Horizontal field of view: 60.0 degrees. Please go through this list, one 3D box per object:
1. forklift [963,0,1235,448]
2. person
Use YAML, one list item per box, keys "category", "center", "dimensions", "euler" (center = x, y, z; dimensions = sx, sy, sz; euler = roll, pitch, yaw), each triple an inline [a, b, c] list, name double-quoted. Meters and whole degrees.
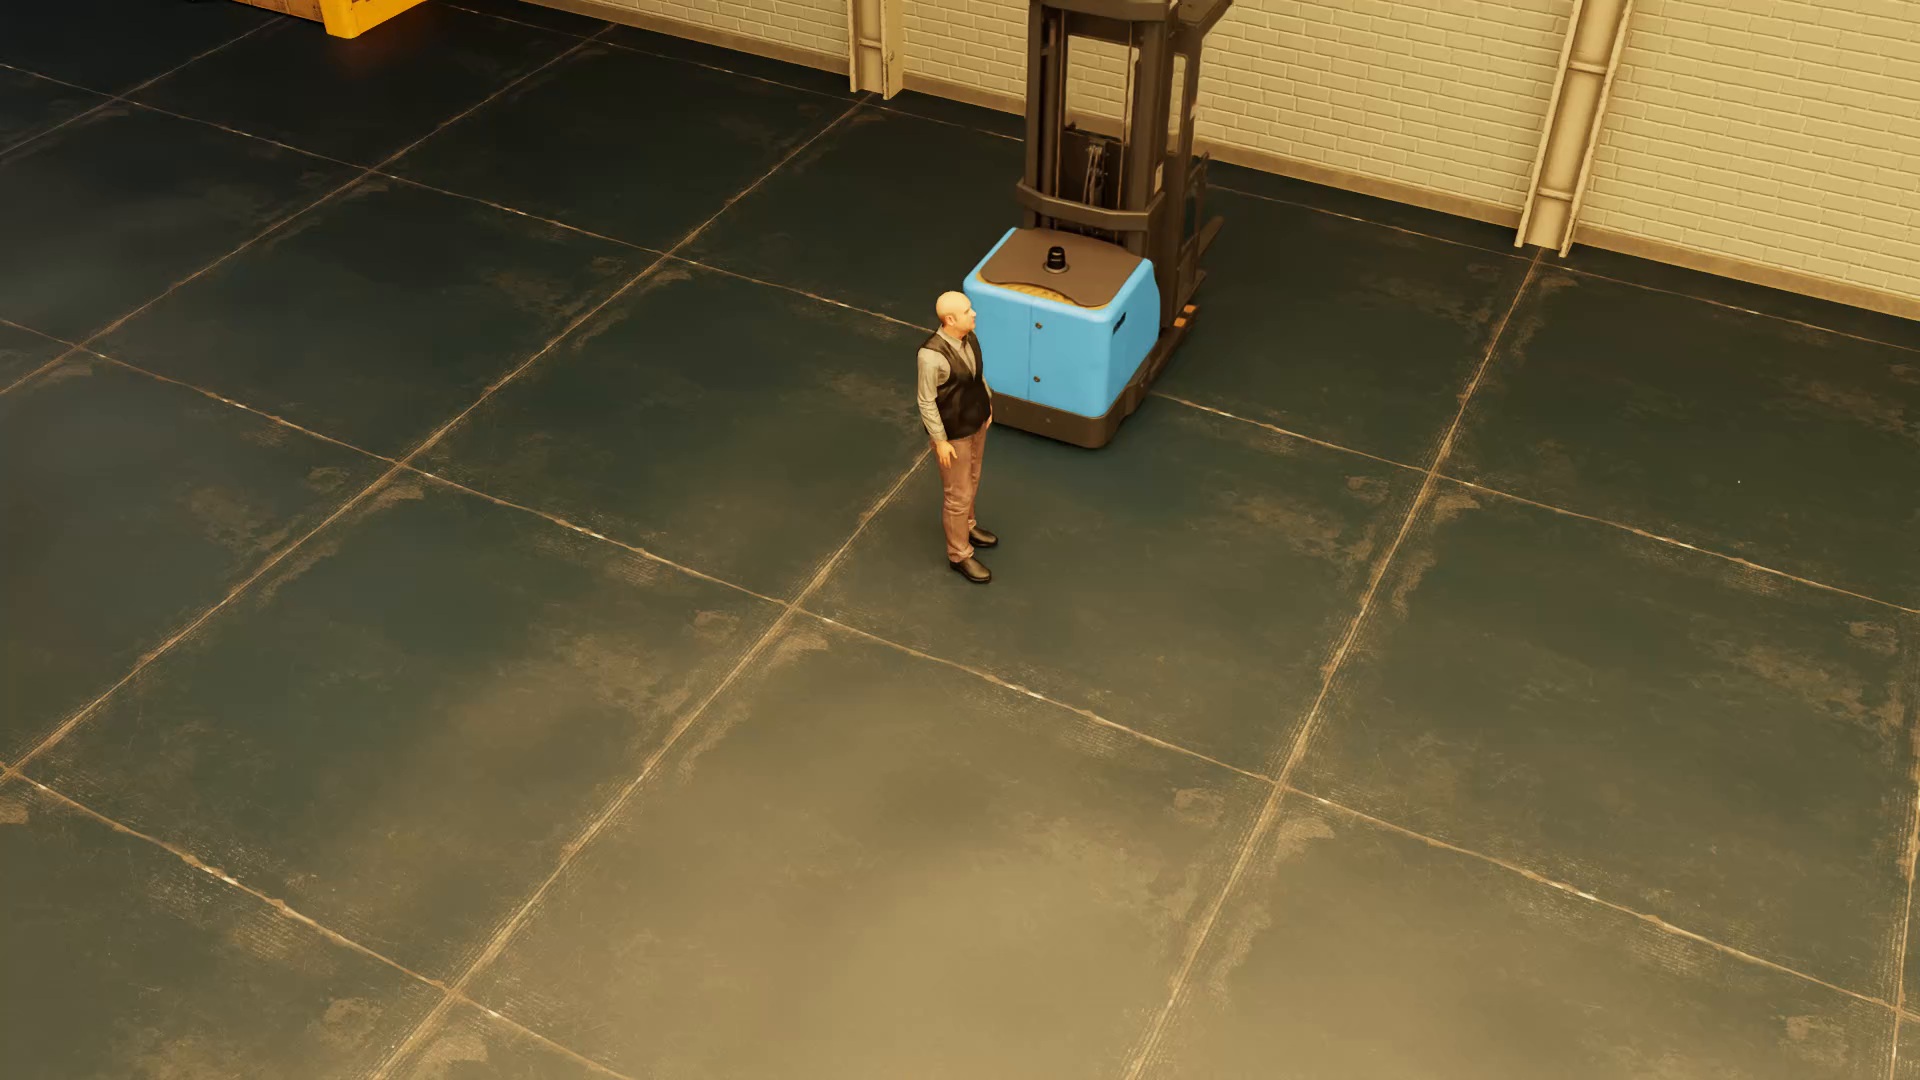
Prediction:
- category: "forklift"
  center: [1.095, -2.667, 11.153]
  dimensions: [1.130, 2.935, 3.031]
  euler: [17, 43, 19]
- category: "person"
  center: [0.052, -0.641, 9.675]
  dimensions: [0.568, 1.721, 0.633]
  euler: [18, 43, 21]
